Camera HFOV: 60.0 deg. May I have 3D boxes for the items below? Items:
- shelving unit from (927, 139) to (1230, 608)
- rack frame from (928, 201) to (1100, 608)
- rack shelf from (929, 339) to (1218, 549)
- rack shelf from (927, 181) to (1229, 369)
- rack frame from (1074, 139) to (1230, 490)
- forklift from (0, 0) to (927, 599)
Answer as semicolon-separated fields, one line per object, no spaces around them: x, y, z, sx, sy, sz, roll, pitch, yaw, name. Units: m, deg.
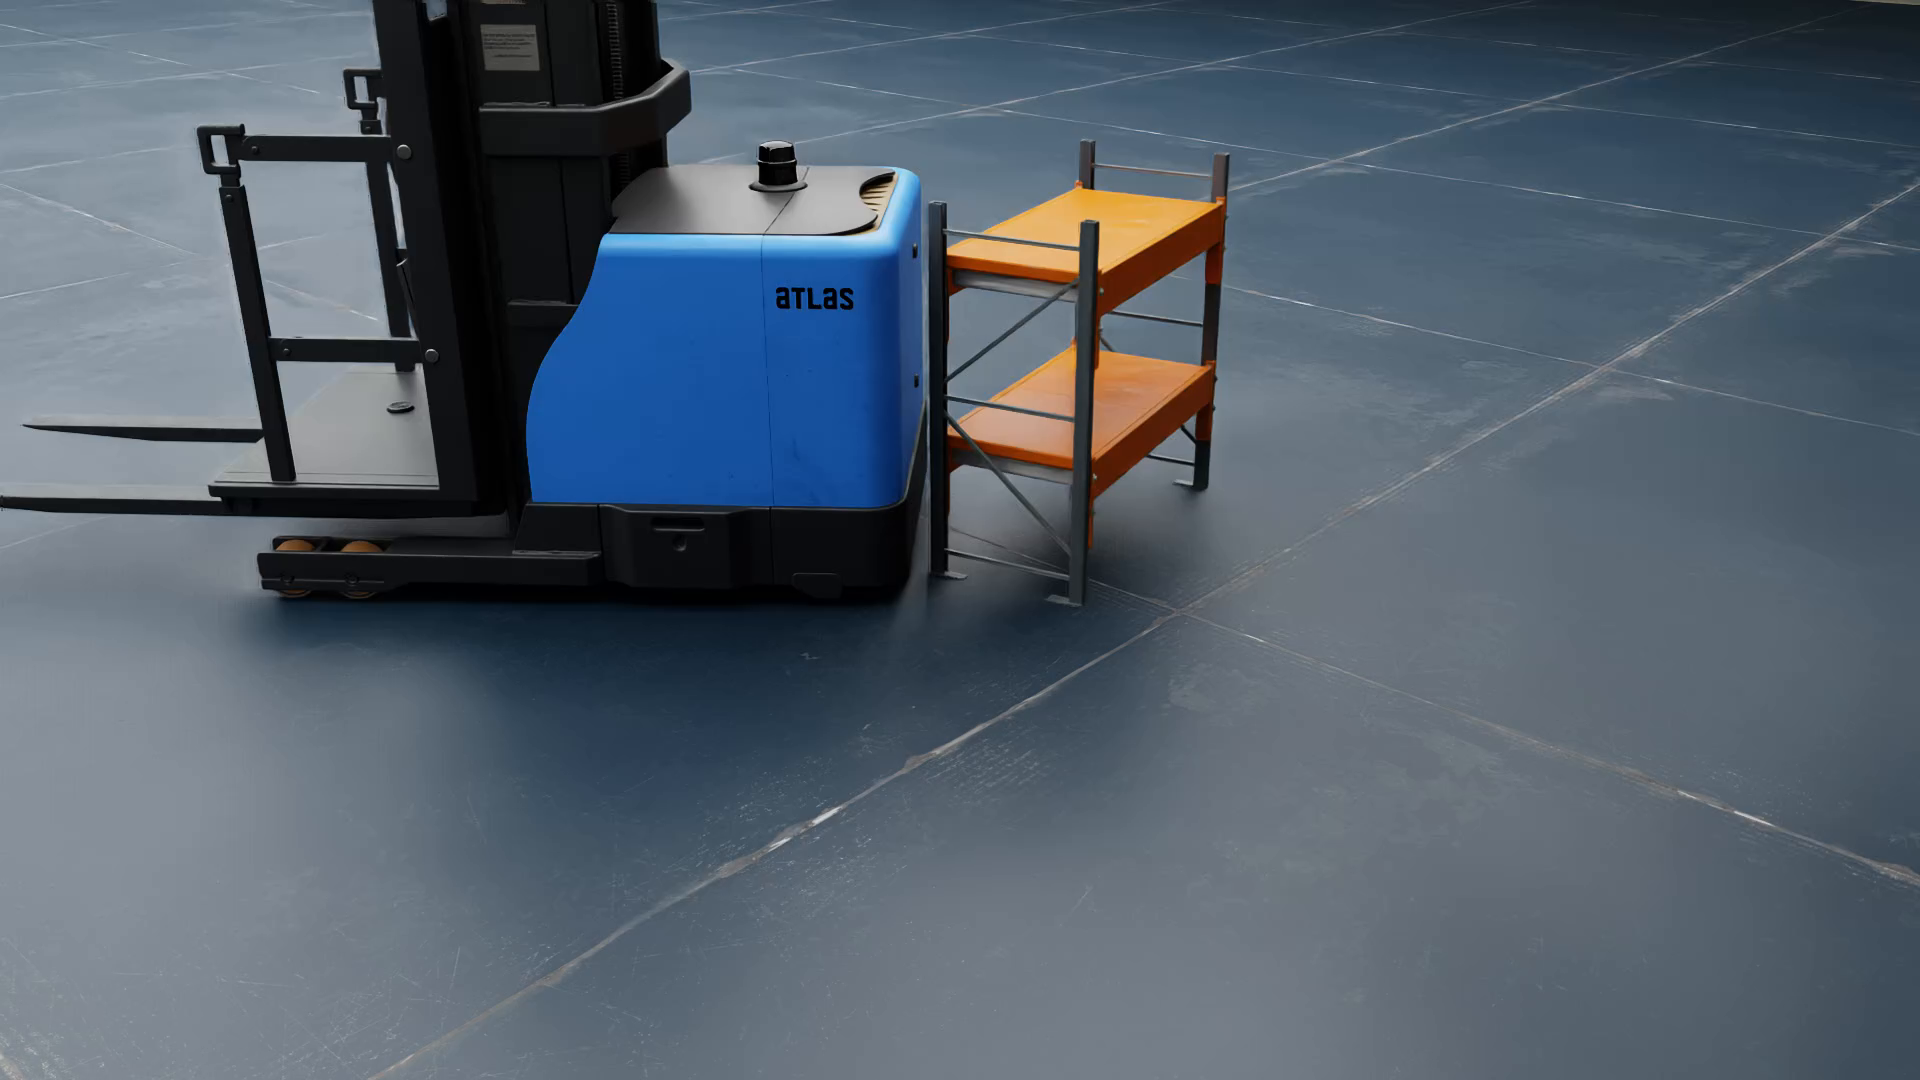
0.378;-0.553;5.109;0.538;1.125;1.048;12;27;25;shelving unit
0.140;-0.370;4.700;0.500;1.125;0.032;12;27;25;rack frame
0.378;-0.330;5.209;0.538;0.278;1.000;12;27;25;rack shelf
0.378;-0.821;4.990;0.538;0.278;1.000;12;27;25;rack shelf
0.616;-0.737;5.519;0.500;1.125;0.032;12;27;25;rack frame
-1.644;-1.379;4.742;3.031;2.935;1.130;1;24;3;forklift
